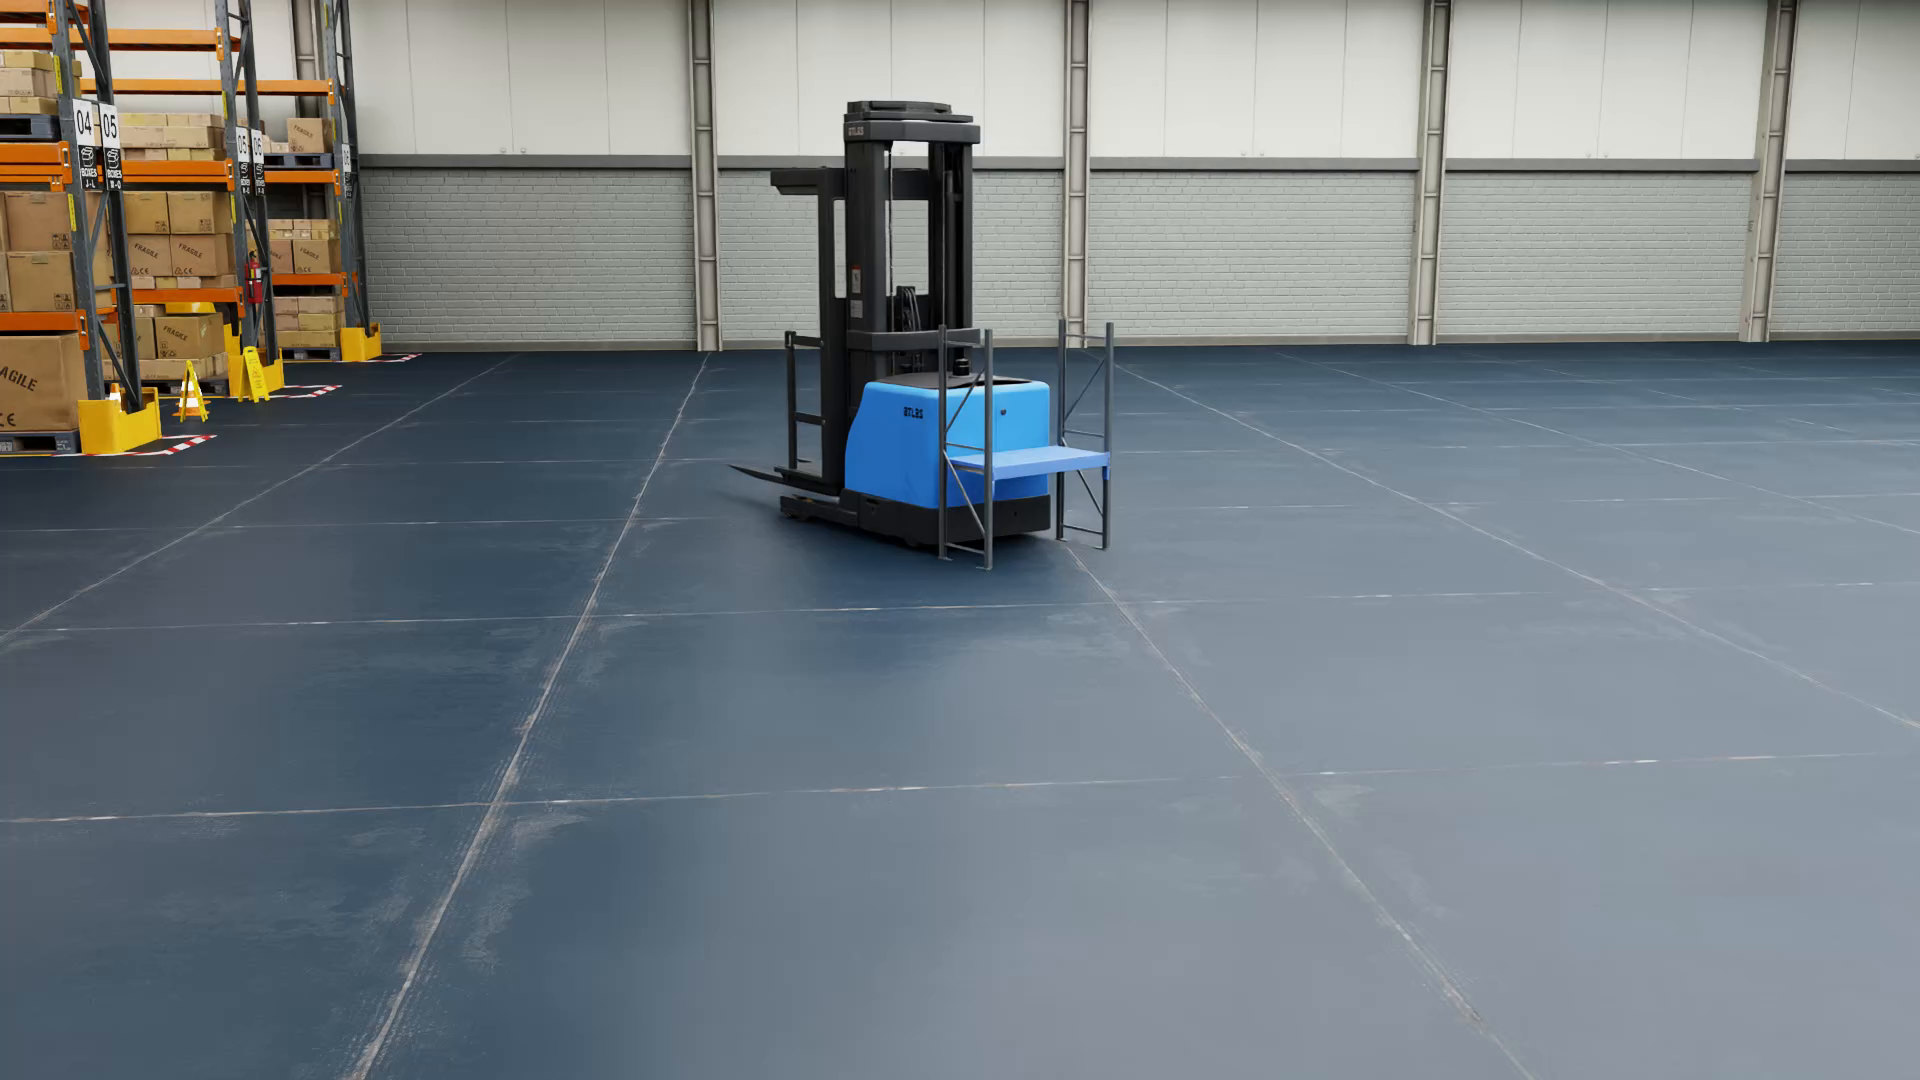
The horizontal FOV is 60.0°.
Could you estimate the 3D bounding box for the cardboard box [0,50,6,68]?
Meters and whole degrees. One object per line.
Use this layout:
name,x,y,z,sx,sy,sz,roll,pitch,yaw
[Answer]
cardboard box,-8.614,-4.297,14.909,0.250,0.149,0.380,-1,11,-6

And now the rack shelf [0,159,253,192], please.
rack shelf,-10.691,-4.403,20.079,4.000,0.370,1.077,-1,11,-6

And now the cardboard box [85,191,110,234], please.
cardboard box,-10.187,-3.920,19.909,0.500,0.500,0.700,-1,11,-7

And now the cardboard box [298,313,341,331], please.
cardboard box,-9.692,-3.310,25.173,0.500,0.250,0.500,-1,11,-7

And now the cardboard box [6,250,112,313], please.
cardboard box,-8.432,-2.436,15.595,0.550,0.550,0.875,-1,11,-6

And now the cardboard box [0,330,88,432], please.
cardboard box,-8.735,-1.516,15.721,0.875,0.875,0.875,-1,11,-6

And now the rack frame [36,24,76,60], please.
rack frame,-13.219,-7.138,24.350,0.127,3.000,1.000,-1,11,-6

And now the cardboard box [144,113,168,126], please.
cardboard box,-9.519,-4.996,19.810,0.250,0.149,0.380,-1,11,-7

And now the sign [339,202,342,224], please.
sign,-9.198,-4.858,24.687,0.005,0.325,0.100,-1,11,-6

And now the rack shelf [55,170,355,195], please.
rack shelf,-11.231,-5.355,24.921,4.000,0.370,1.077,-1,11,-6

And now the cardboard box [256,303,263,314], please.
cardboard box,-10.674,-3.532,25.005,0.500,0.250,0.500,-1,11,-5

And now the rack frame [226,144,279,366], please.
rack frame,-8.703,-3.326,20.511,0.127,3.000,1.000,-1,11,-6

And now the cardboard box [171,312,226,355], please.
cardboard box,-9.558,-2.587,20.845,0.500,0.500,0.500,-2,11,-8

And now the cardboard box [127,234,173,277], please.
cardboard box,-9.711,-3.448,20.098,0.500,0.500,0.500,-1,11,-6

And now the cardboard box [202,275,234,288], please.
cardboard box,-9.051,-3.154,20.287,0.250,0.149,0.380,-1,11,-4

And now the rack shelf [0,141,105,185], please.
rack shelf,-10.056,-3.456,15.261,4.000,0.370,1.077,-1,11,-6

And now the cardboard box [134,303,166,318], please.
cardboard box,-9.829,-2.782,20.157,0.250,0.149,0.380,-1,11,-4

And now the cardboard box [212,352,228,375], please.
cardboard box,-9.534,-2.219,20.920,0.500,0.250,0.500,-1,11,-7

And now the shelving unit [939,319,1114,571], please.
shelving unit,0.429,-0.641,10.740,1.048,1.500,0.538,-9,14,-38

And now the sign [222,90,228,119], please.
sign,-8.663,-5.126,19.593,0.005,0.325,0.100,-1,11,-6

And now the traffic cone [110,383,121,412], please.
traffic cone,-8.749,-1.396,17.267,0.334,0.463,0.336,-1,11,-6

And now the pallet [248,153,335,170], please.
pallet,-9.948,-5.697,25.022,1.213,0.211,1.003,-1,11,-6

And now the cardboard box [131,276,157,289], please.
cardboard box,-9.801,-3.115,20.089,0.250,0.149,0.380,-1,11,-5

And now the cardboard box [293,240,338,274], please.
cardboard box,-9.703,-4.266,25.035,0.500,0.500,0.500,-1,11,-7

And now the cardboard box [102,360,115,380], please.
cardboard box,-10.513,-2.093,20.280,0.500,0.250,0.500,-2,11,-8

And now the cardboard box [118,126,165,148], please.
cardboard box,-9.684,-4.800,19.852,0.500,0.250,0.500,-1,11,-7

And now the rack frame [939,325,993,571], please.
rack frame,0.032,-0.580,10.428,0.032,1.500,0.500,-9,14,-38

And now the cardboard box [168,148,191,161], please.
cardboard box,-9.271,-4.602,19.877,0.250,0.149,0.380,-1,11,-6

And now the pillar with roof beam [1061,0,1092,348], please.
pillar with roof beam,2.363,-6.804,22.652,0.400,9.000,9.100,-1,11,-6

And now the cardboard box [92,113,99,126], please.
cardboard box,-10.284,-4.996,19.813,0.250,0.149,0.380,-2,11,-8

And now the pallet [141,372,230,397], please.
pallet,-9.590,-1.946,20.721,1.213,0.211,1.003,-1,11,-6

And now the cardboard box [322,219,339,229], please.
cardboard box,-9.599,-4.825,25.425,0.250,0.149,0.380,-1,11,-7

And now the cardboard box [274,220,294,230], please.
cardboard box,-10.075,-4.722,24.898,0.250,0.149,0.380,-1,11,-5

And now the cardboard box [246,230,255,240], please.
cardboard box,-10.580,-4.562,24.857,0.250,0.149,0.380,-2,11,-8

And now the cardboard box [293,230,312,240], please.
cardboard box,-9.808,-4.573,24.914,0.250,0.149,0.380,-1,11,-5

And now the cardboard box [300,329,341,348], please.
cardboard box,-9.675,-3.065,25.220,0.500,0.250,0.500,-1,11,-6

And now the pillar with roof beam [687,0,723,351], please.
pillar with roof beam,-3.602,-6.679,22.016,0.400,9.000,9.100,-1,11,-6

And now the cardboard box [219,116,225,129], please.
cardboard box,-9.078,-5.098,20.330,0.250,0.149,0.380,-1,11,-6

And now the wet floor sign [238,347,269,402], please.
wet floor sign,-8.398,-1.970,19.715,0.232,0.644,0.267,3,11,14

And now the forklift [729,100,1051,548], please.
forklift,-0.663,-1.621,12.014,1.130,2.935,3.031,-8,14,-36

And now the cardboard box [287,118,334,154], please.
cardboard box,-9.656,-5.998,24.719,0.500,0.500,0.500,-1,11,-4

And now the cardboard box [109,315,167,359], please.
cardboard box,-9.989,-2.473,20.266,0.500,0.500,0.500,-1,11,-4

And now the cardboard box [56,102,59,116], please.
cardboard box,-8.443,-4.037,15.654,0.250,0.149,0.380,-1,11,-6

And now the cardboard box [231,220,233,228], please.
cardboard box,-10.834,-4.698,24.775,0.250,0.149,0.380,-1,11,-5

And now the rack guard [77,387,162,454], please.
rack guard,-8.044,-1.153,15.937,0.348,0.500,1.175,-1,11,-6

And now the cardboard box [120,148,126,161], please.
cardboard box,-10.040,-4.596,19.848,0.250,0.149,0.380,-1,11,-7

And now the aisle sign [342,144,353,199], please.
aisle sign,-9.145,-5.499,24.822,0.004,0.787,0.394,-1,11,-6

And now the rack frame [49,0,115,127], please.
rack frame,-8.068,-5.323,15.115,0.127,3.000,1.000,-1,11,-6

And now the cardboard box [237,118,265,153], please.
cardboard box,-10.685,-5.996,24.708,0.500,0.500,0.700,-1,11,-6

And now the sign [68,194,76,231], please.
sign,-8.023,-2.959,15.028,0.005,0.325,0.100,-1,11,-6
